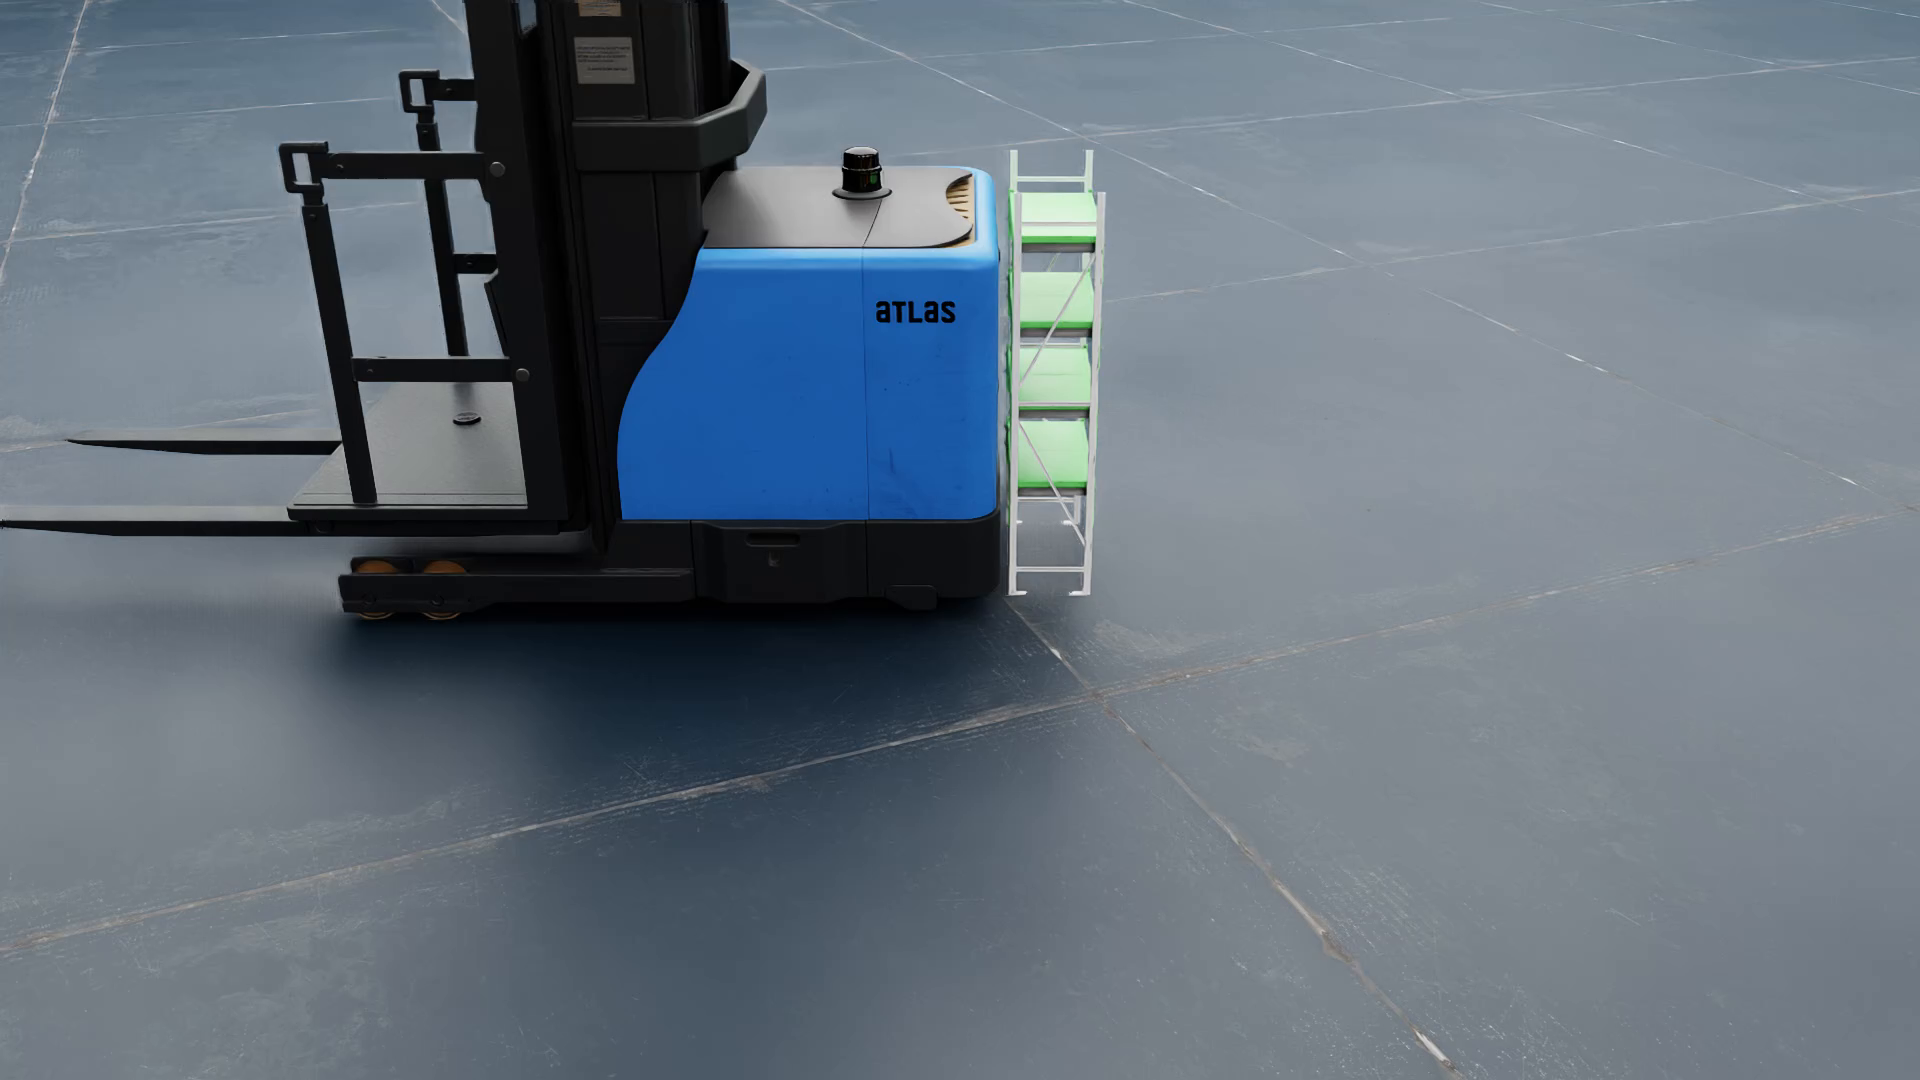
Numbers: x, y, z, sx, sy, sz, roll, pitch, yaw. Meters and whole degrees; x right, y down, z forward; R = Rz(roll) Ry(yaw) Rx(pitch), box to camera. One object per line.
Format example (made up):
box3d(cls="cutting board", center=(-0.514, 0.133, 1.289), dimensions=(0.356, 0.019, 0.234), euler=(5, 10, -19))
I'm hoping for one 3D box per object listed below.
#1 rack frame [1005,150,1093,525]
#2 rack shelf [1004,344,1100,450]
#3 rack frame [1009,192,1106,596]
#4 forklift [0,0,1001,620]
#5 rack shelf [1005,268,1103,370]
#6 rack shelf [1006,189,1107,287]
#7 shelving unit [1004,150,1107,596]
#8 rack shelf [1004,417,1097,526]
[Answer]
box3d(cls="rack frame", center=(0.266, -0.592, 5.095), dimensions=(0.240, 1.200, 0.015), euler=(0, 26, 0))
box3d(cls="rack shelf", center=(0.265, -0.428, 4.904), dimensions=(0.258, 0.148, 0.480), euler=(0, 26, 0))
box3d(cls="rack frame", center=(0.264, -0.378, 4.657), dimensions=(0.240, 1.200, 0.015), euler=(0, 26, 0))
box3d(cls="forklift", center=(-1.397, -1.320, 4.612), dimensions=(3.031, 2.935, 1.130), euler=(0, 26, 0))
box3d(cls="rack shelf", center=(0.265, -0.643, 4.799), dimensions=(0.258, 0.148, 0.480), euler=(0, 26, 0))
box3d(cls="rack shelf", center=(0.265, -0.859, 4.693), dimensions=(0.258, 0.148, 0.480), euler=(0, 26, 0))
box3d(cls="shelving unit", center=(0.265, -0.485, 4.876), dimensions=(0.258, 1.200, 0.503), euler=(0, 26, 0))
box3d(cls="rack shelf", center=(0.265, -0.212, 5.009), dimensions=(0.258, 0.148, 0.480), euler=(0, 26, 0))
